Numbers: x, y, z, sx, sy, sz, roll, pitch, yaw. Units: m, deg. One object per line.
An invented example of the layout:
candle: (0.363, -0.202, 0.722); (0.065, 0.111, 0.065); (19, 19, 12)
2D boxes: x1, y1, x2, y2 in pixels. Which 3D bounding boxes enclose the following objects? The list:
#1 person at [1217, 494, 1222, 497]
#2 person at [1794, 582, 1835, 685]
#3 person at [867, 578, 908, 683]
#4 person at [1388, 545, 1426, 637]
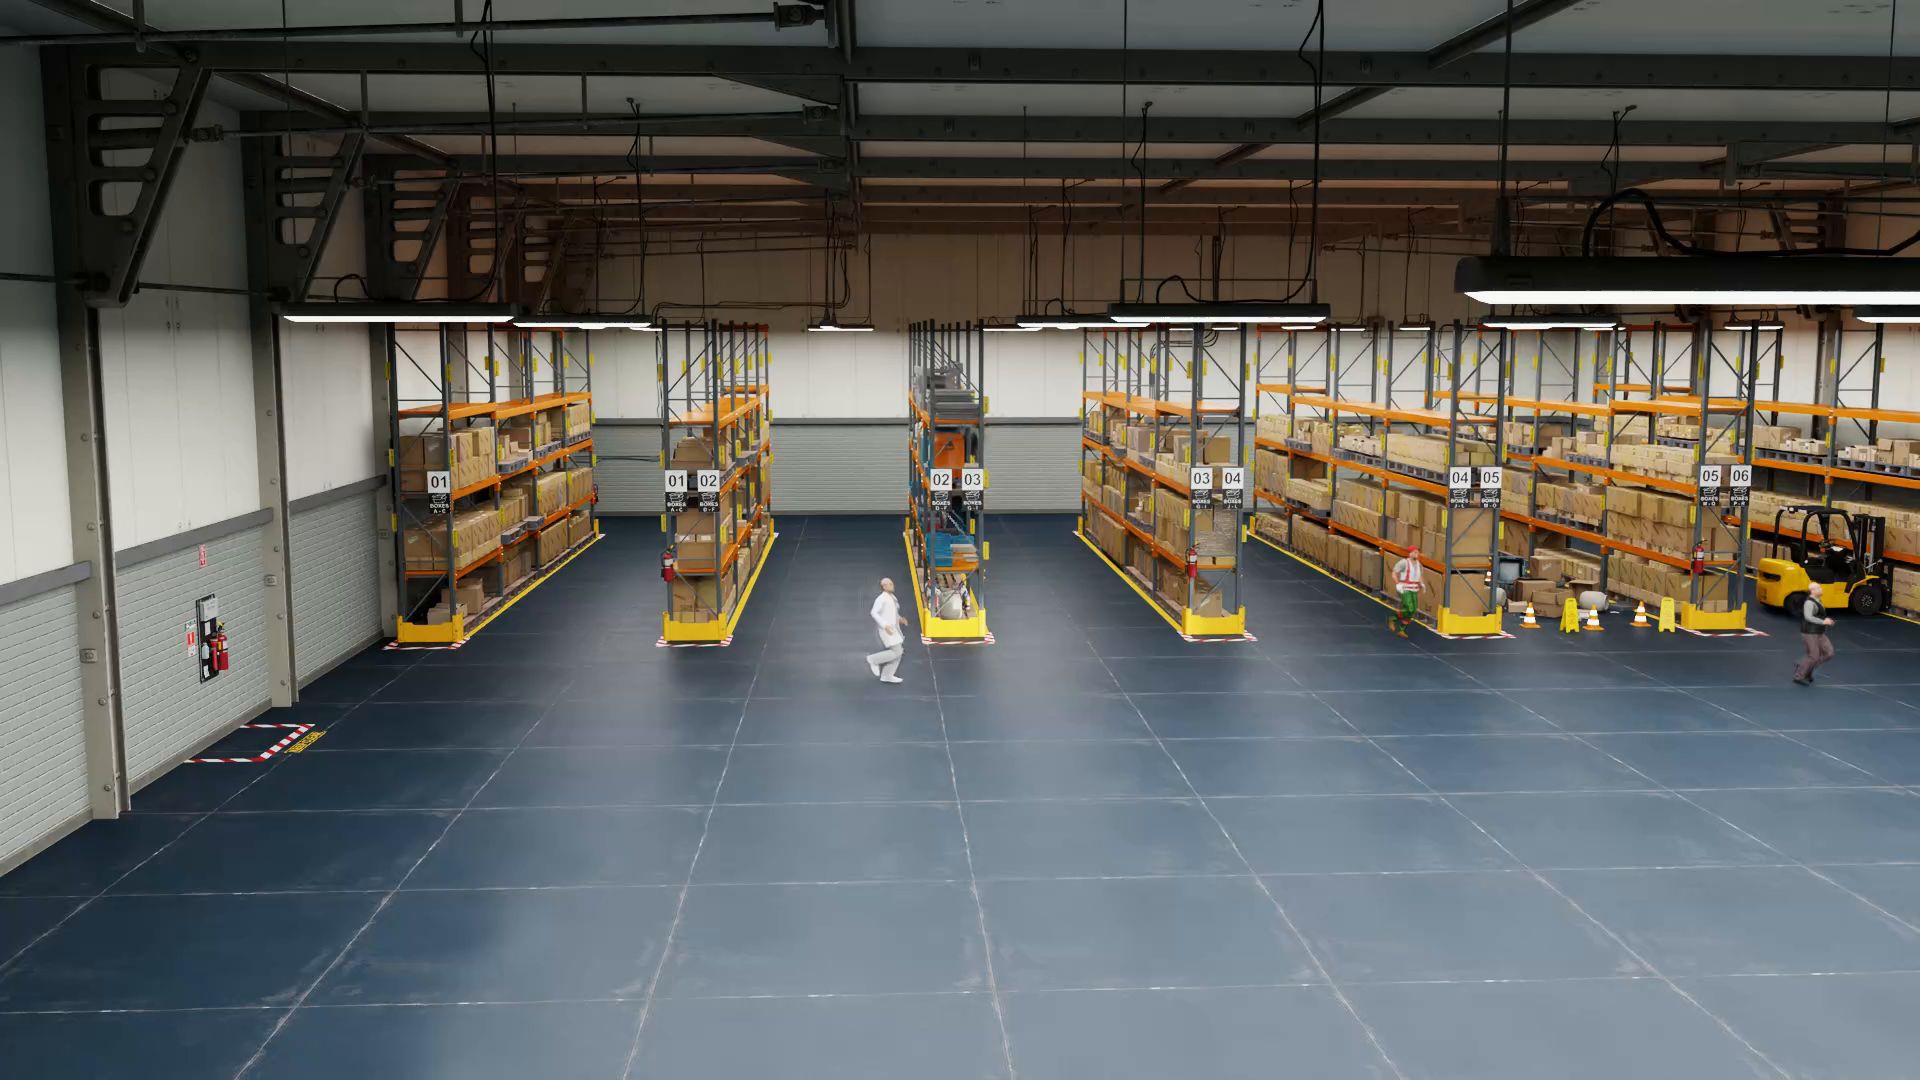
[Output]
person: (7.225, -0.811, 46.174); (0.588, 1.726, 0.791); (1, 7, 7)
person: (13.944, 1.532, 27.093); (0.583, 1.692, 0.711); (6, 9, 40)
person: (-1.191, 1.490, 27.422); (0.637, 1.732, 0.710); (2, 7, 16)
person: (8.563, 0.965, 31.656); (0.662, 1.740, 0.573); (-4, 8, -29)
